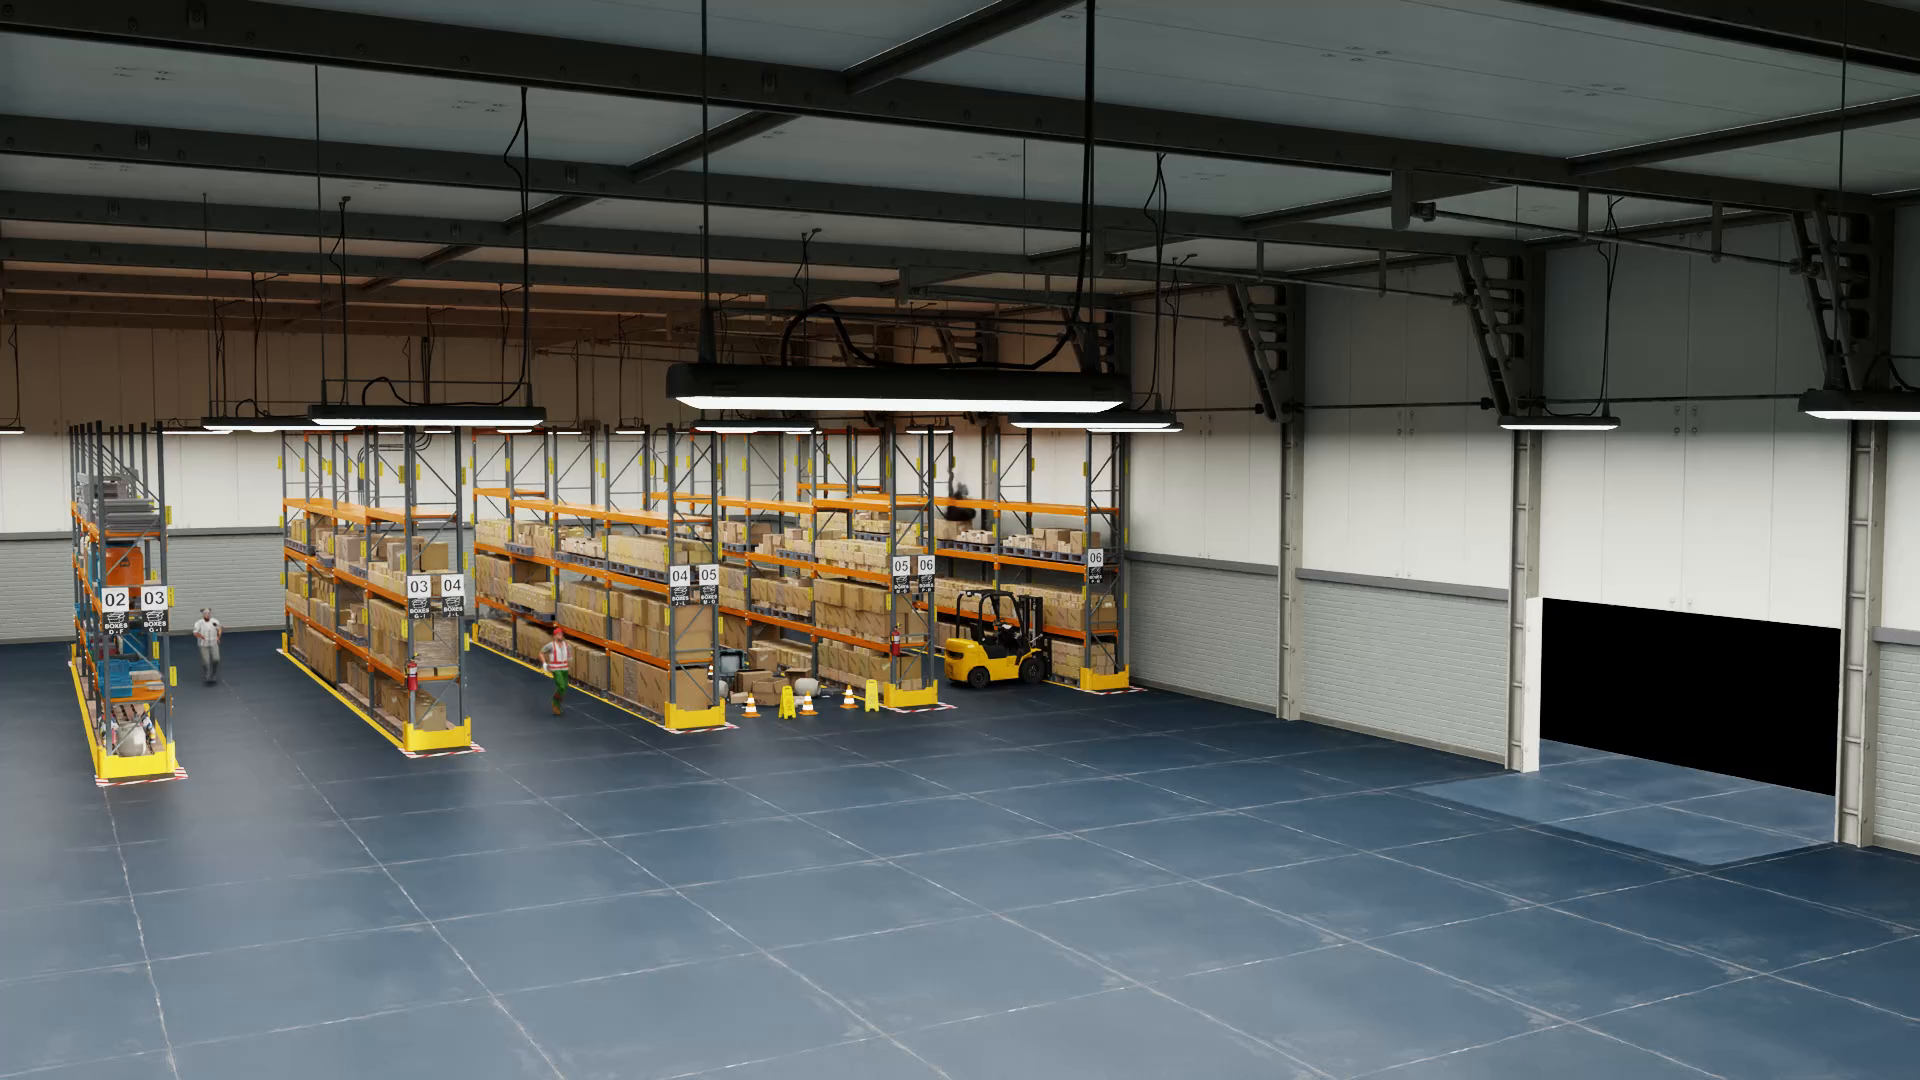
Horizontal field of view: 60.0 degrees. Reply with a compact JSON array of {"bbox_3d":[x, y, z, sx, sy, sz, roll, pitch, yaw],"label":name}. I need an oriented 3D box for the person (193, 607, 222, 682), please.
[{"bbox_3d":[-17.523,2.455,38.788,0.639,1.785,0.691,-2,4,-33],"label":"person"}]

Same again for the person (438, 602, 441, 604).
[{"bbox_3d":[-14.539,2.013,47.243,0.744,1.627,0.685,3,4,35],"label":"person"}]

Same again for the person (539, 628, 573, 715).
[{"bbox_3d":[-8.251,2.708,34.295,0.702,1.785,0.641,3,5,41],"label":"person"}]

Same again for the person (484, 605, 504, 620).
[{"bbox_3d":[-13.474,1.854,48.148,0.627,1.825,0.869,3,5,41],"label":"person"}]
